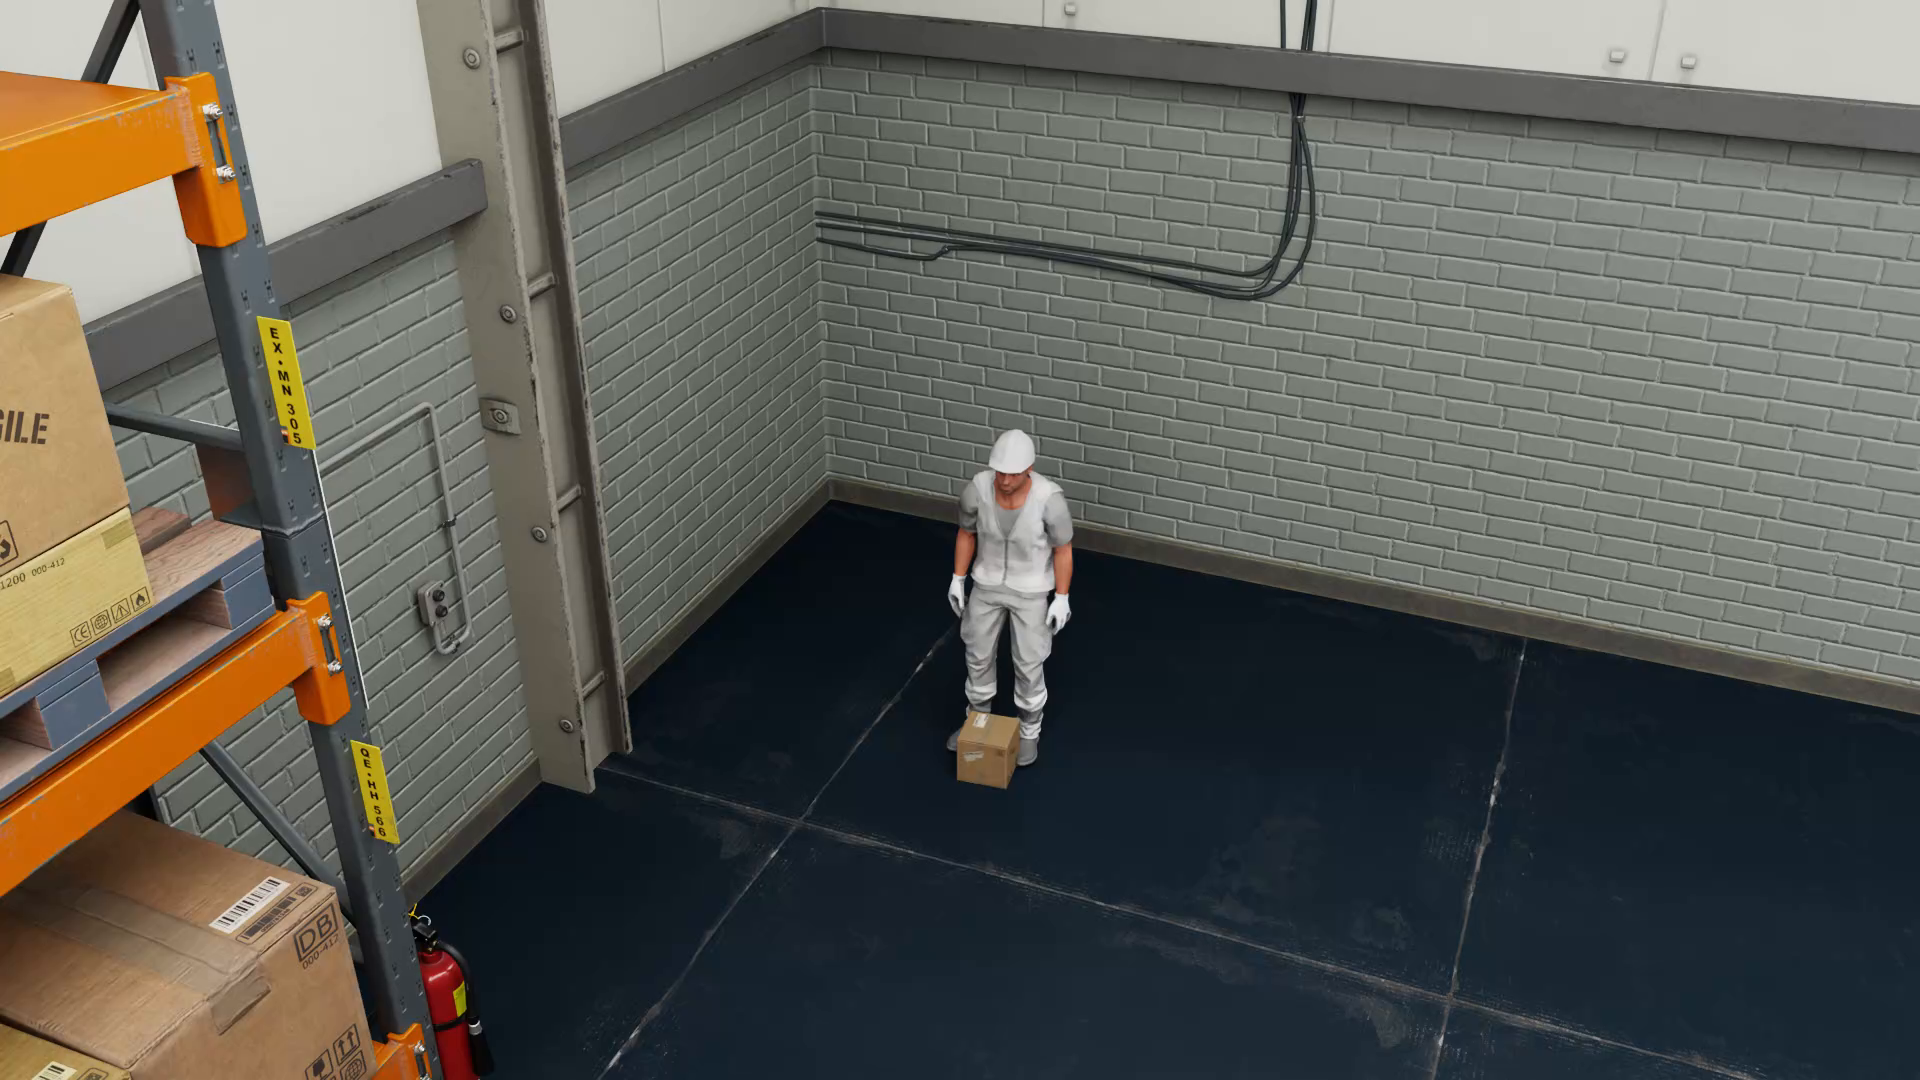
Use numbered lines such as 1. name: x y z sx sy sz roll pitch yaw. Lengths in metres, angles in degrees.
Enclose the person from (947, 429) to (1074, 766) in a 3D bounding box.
1. person: 0.233 0.259 7.928 0.608 1.777 0.453 10 31 17
